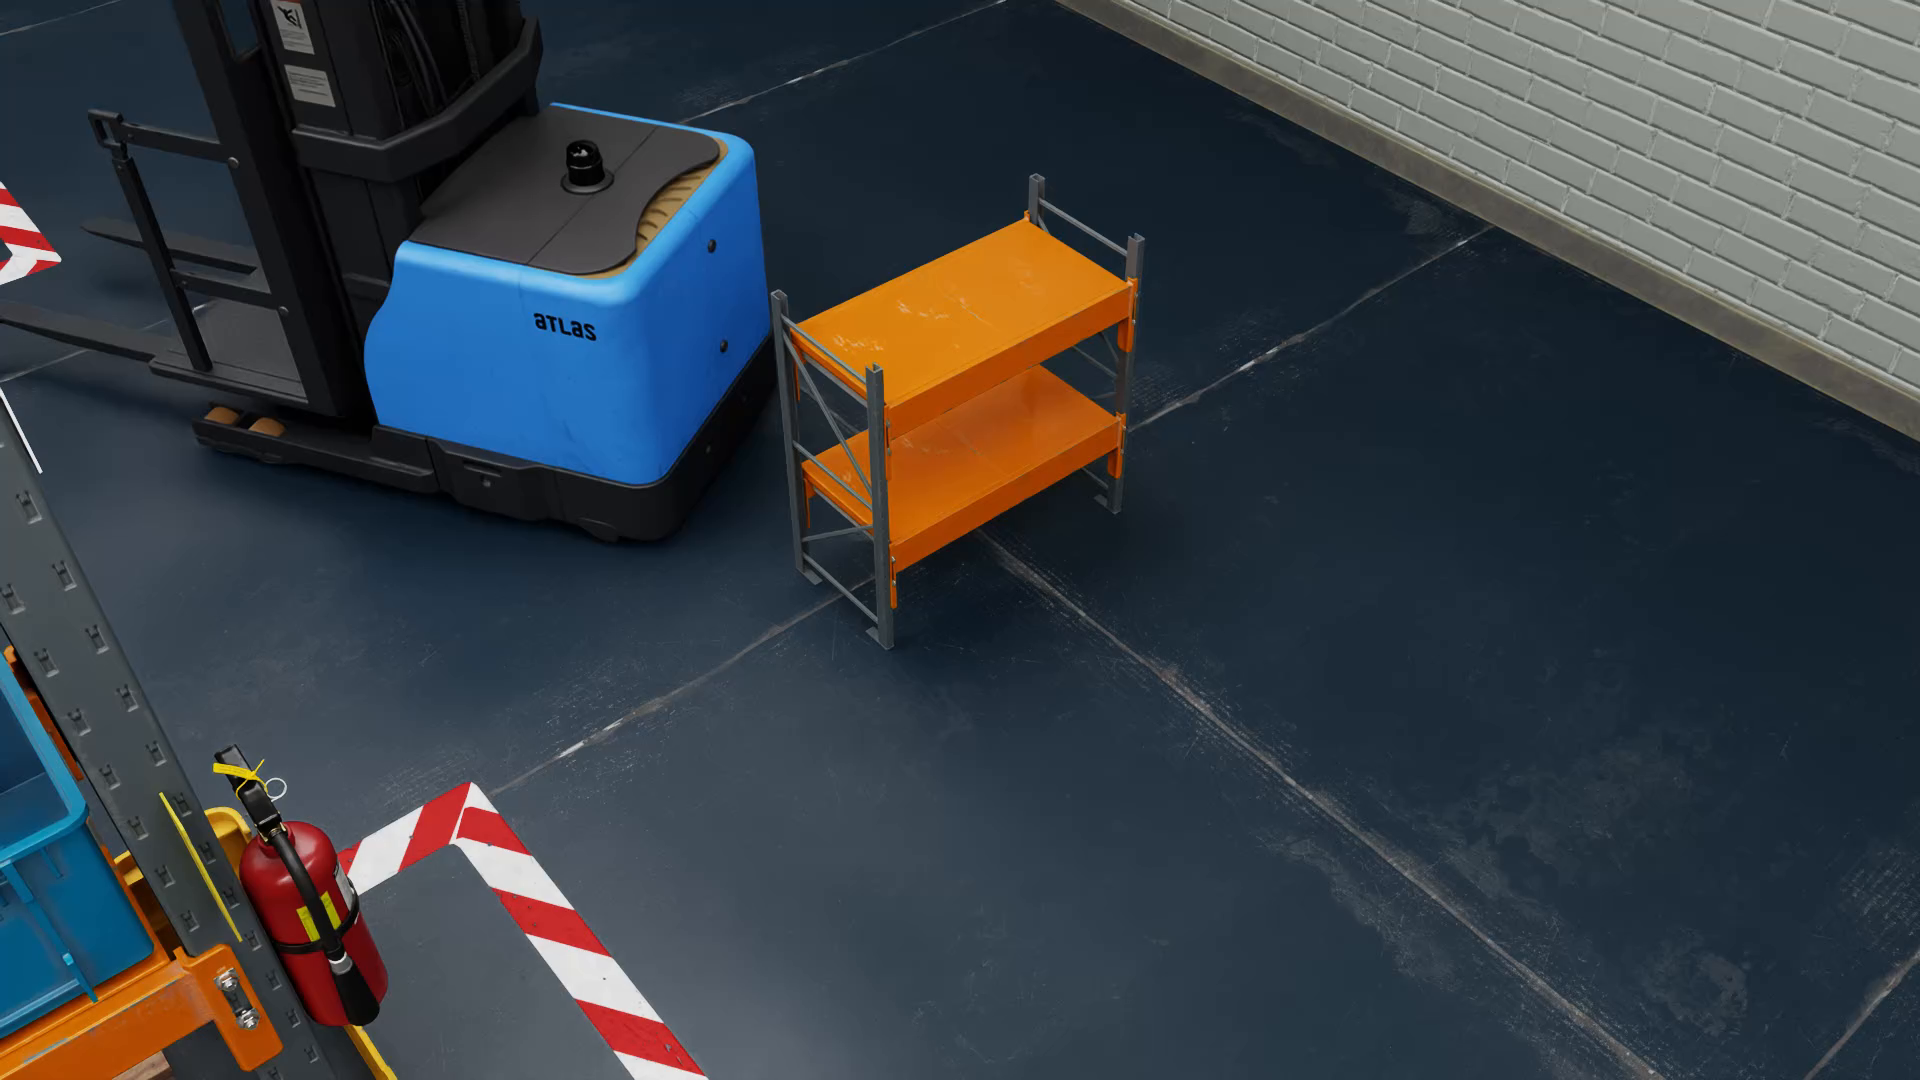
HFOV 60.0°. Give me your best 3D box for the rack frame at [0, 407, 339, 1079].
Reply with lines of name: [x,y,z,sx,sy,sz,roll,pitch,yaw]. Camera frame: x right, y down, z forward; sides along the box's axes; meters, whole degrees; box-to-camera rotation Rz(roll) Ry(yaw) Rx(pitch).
rack frame: [-1.660,0.340,3.197,0.127,3.000,1.000,-30,51,-28]

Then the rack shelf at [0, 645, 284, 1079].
rack shelf: [-3.194,1.481,2.507,4.000,0.370,1.077,-30,51,-28]

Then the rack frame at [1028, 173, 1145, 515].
rack frame: [0.395,-0.636,5.606,0.032,1.125,0.500,-30,51,-28]

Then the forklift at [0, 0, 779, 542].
forklift: [-2.257,-1.672,5.389,3.031,2.935,1.130,13,45,14]

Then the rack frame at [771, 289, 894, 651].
rack frame: [-0.385,-0.190,5.130,0.032,1.125,0.500,-30,51,-28]

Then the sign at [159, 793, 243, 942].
sign: [-1.295,0.563,2.841,0.005,0.325,0.100,-30,51,-28]

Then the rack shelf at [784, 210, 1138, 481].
rack shelf: [0.005,-0.626,5.168,1.000,0.278,0.538,-30,51,-28]

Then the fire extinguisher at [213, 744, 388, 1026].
fire extinguisher: [-1.253,0.677,3.167,0.183,0.674,0.296,-30,51,-28]

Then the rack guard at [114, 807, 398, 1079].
rack guard: [-1.650,1.234,4.071,0.348,0.500,1.175,-30,51,-28]

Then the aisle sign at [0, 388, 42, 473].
aisle sign: [-1.417,-0.485,2.176,0.004,0.787,0.394,-30,51,-28]

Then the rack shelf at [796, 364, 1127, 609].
rack shelf: [0.005,-0.235,5.535,1.000,0.278,0.538,-30,51,-28]

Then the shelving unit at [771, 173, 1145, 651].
shelving unit: [0.005,-0.413,5.368,1.048,1.125,0.538,-30,51,-28]

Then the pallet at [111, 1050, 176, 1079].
pallet: [-2.318,1.699,3.787,1.213,0.211,1.003,-30,51,-28]

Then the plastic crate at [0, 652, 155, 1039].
plastic crate: [-1.797,0.551,2.903,0.499,0.435,0.616,-30,51,-28]
